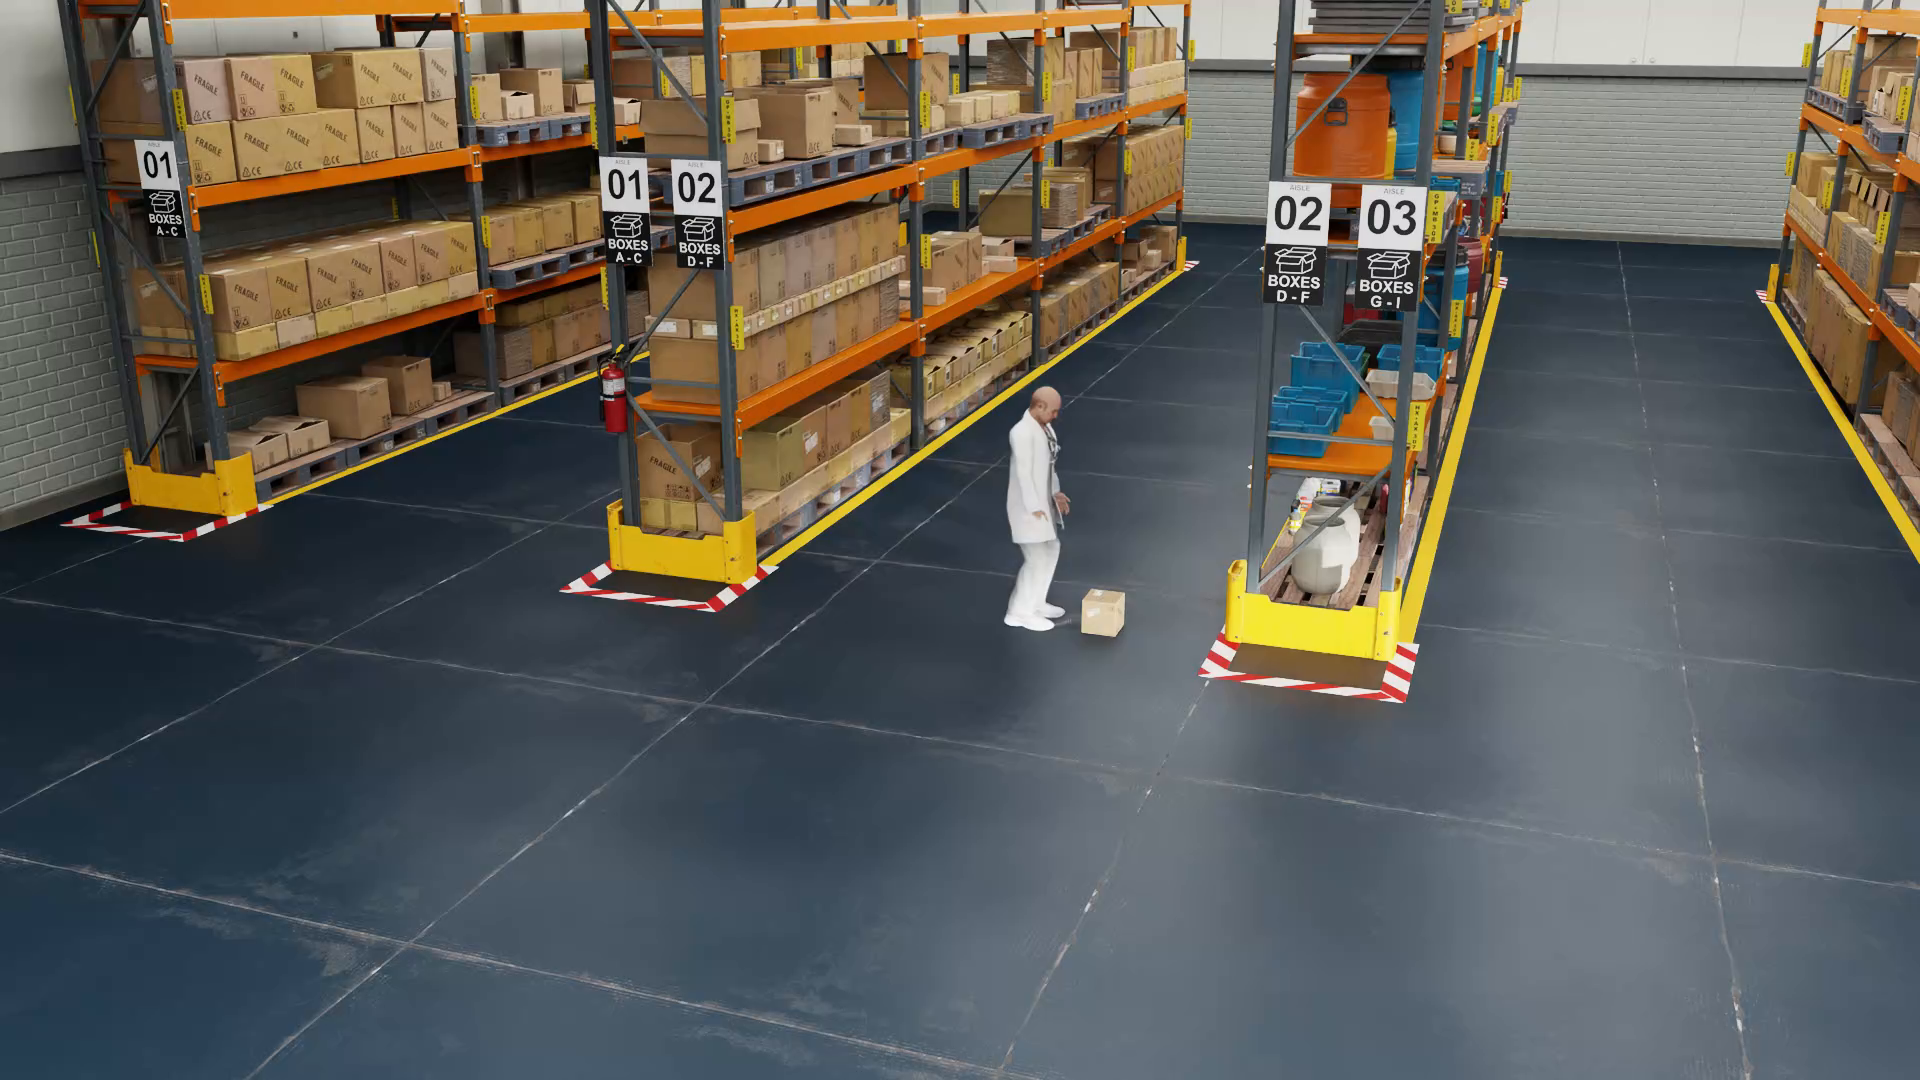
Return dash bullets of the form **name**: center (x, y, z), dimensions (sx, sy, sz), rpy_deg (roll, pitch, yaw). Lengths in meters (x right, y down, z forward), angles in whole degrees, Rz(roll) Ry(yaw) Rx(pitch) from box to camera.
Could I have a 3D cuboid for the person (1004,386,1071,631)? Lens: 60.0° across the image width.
- **person**: center (0.550, -0.246, 11.884), dimensions (0.385, 1.752, 0.579), rpy_deg (7, 20, 19)
